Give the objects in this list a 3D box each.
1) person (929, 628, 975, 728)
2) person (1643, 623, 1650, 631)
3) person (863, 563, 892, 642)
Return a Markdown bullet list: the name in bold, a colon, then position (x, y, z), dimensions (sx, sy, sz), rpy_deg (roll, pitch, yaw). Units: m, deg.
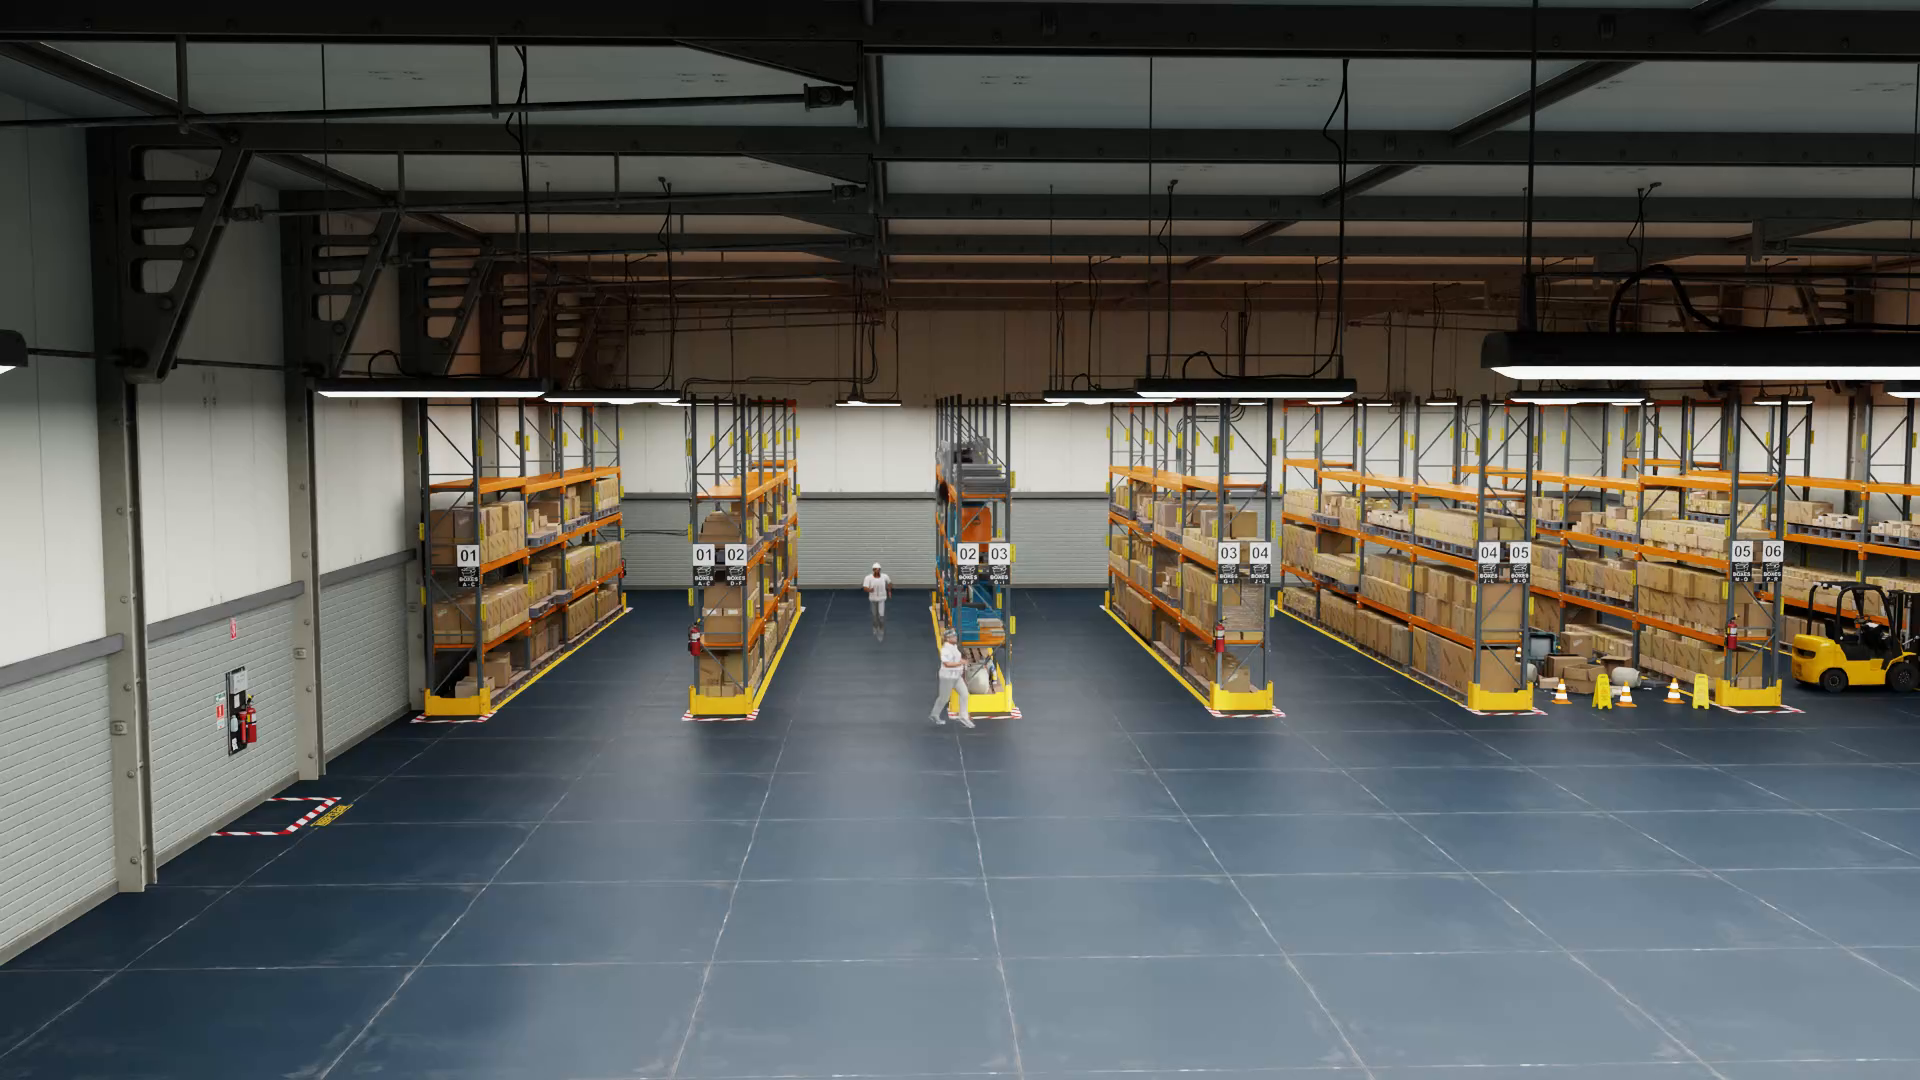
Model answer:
- **person**: position (-0.193, 2.484, 29.856), dimensions (0.812, 1.832, 0.625), rpy_deg (2, 5, 29)
- **person**: position (17.365, 1.637, 41.710), dimensions (0.551, 1.640, 0.723), rpy_deg (-2, 5, -20)
- **person**: position (-1.959, 1.476, 39.457), dimensions (0.664, 1.875, 0.805), rpy_deg (0, 4, -2)
